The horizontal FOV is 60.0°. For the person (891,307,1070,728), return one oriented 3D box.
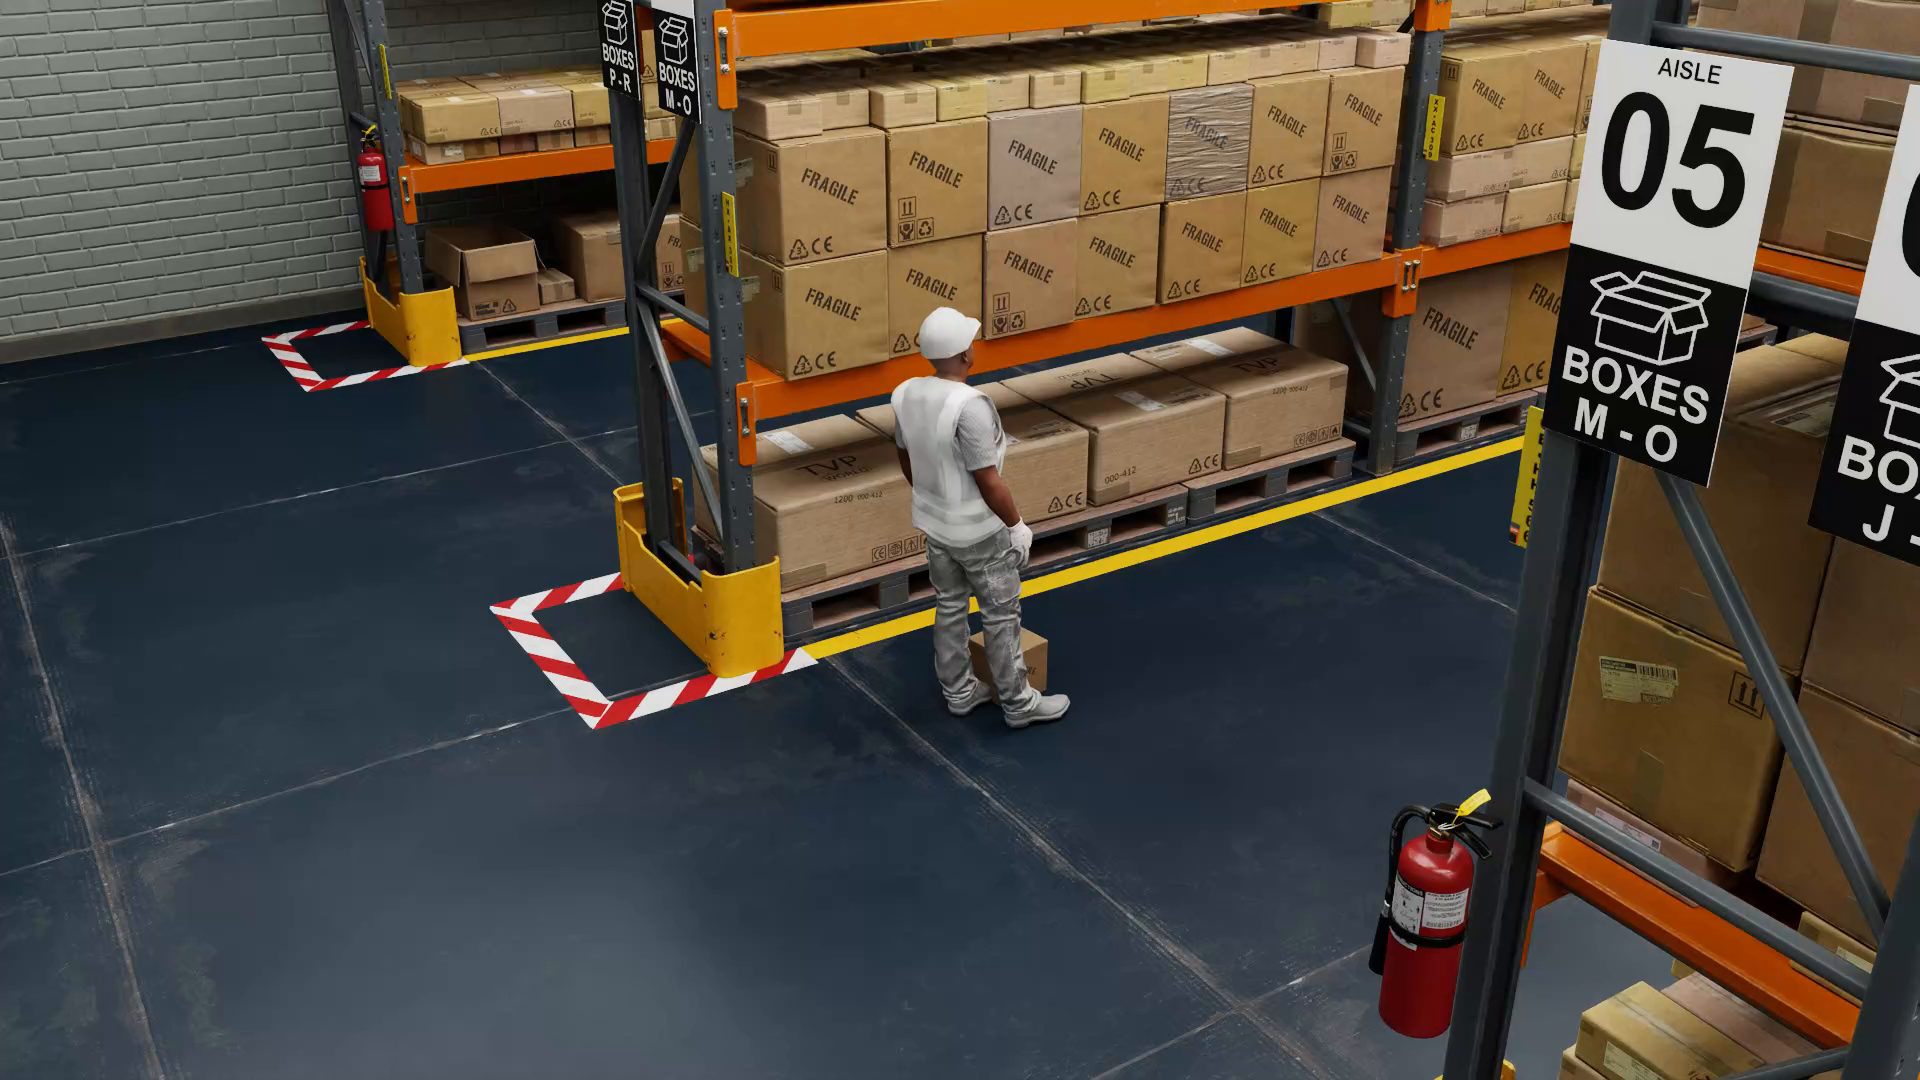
[{"bbox_3d":[0.073,-0.097,6.771,0.578,1.782,0.656,-20,31,-36],"label":"person"}]
